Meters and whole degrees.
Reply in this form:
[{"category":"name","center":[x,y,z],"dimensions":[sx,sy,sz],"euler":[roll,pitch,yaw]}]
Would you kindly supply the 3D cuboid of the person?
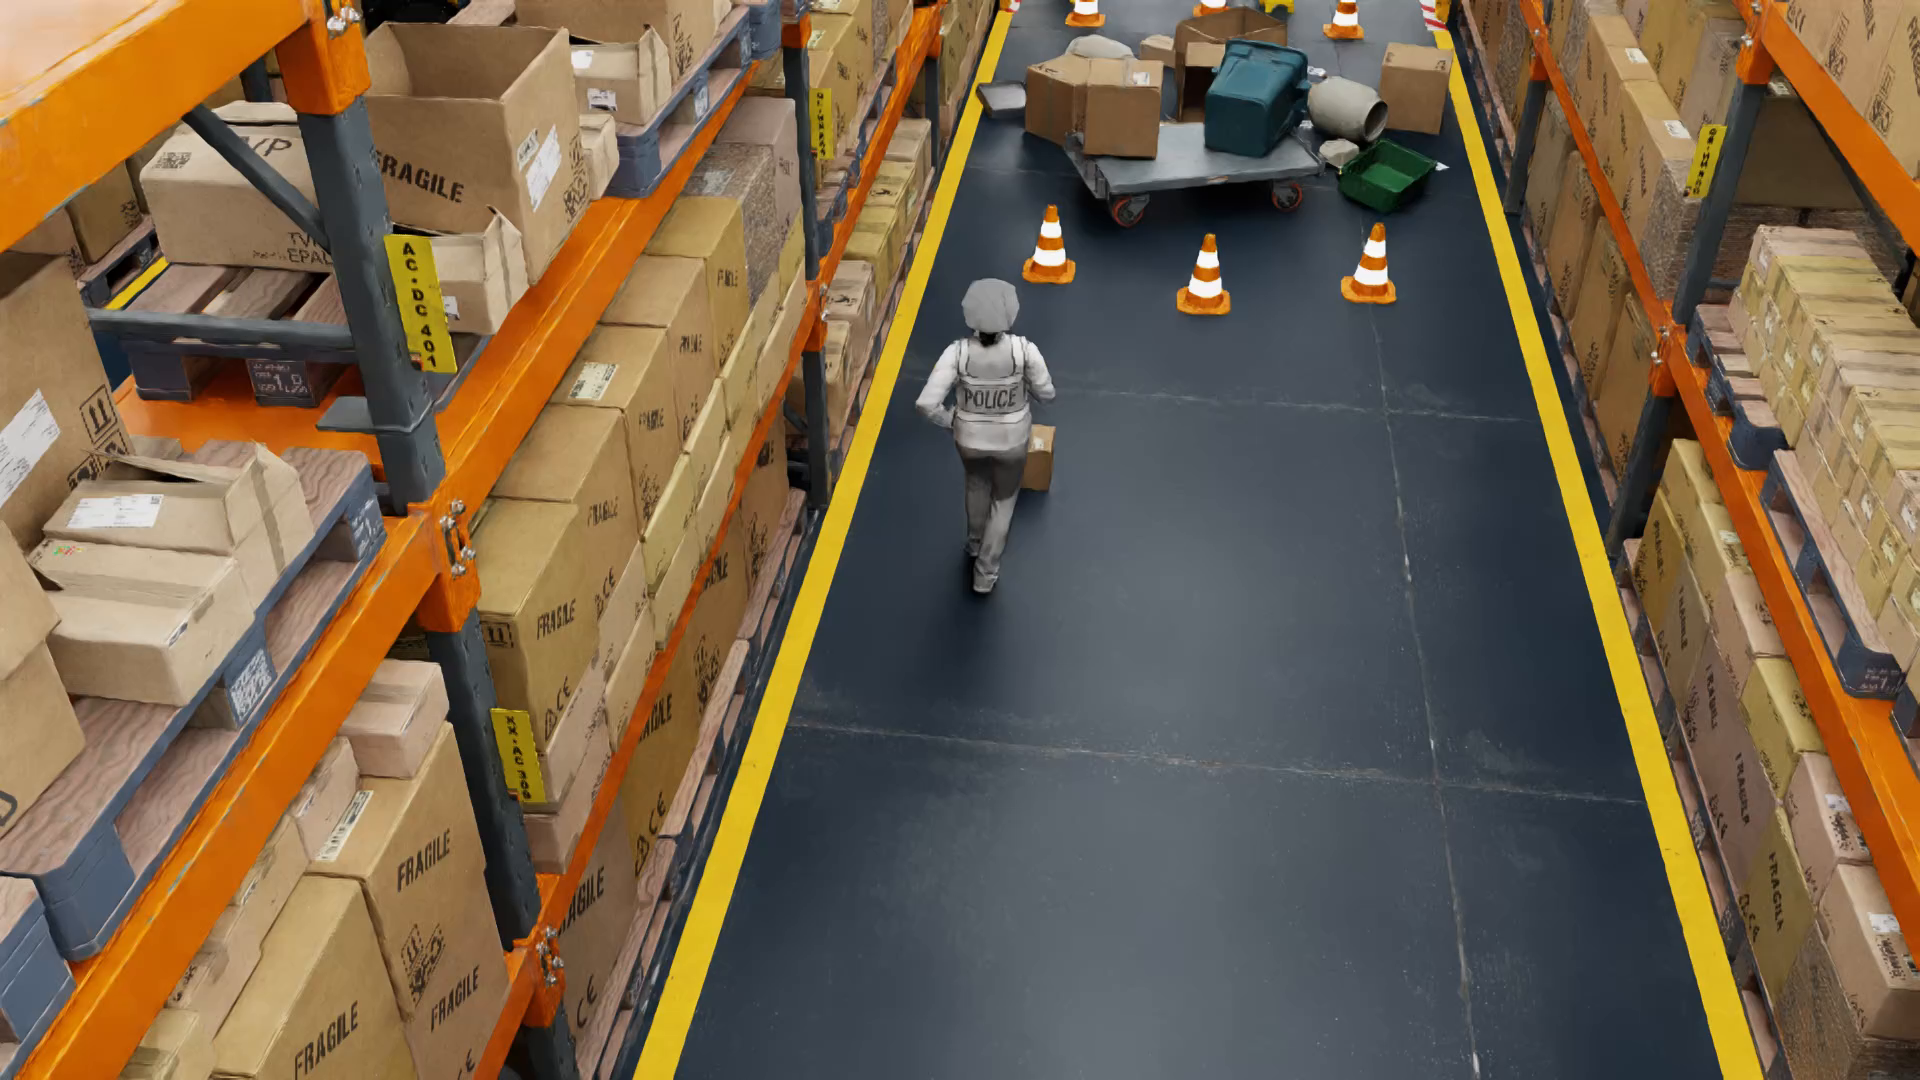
[{"category":"person","center":[0.140,-0.485,7.720],"dimensions":[0.593,1.718,0.608],"euler":[6,37,8]}]
